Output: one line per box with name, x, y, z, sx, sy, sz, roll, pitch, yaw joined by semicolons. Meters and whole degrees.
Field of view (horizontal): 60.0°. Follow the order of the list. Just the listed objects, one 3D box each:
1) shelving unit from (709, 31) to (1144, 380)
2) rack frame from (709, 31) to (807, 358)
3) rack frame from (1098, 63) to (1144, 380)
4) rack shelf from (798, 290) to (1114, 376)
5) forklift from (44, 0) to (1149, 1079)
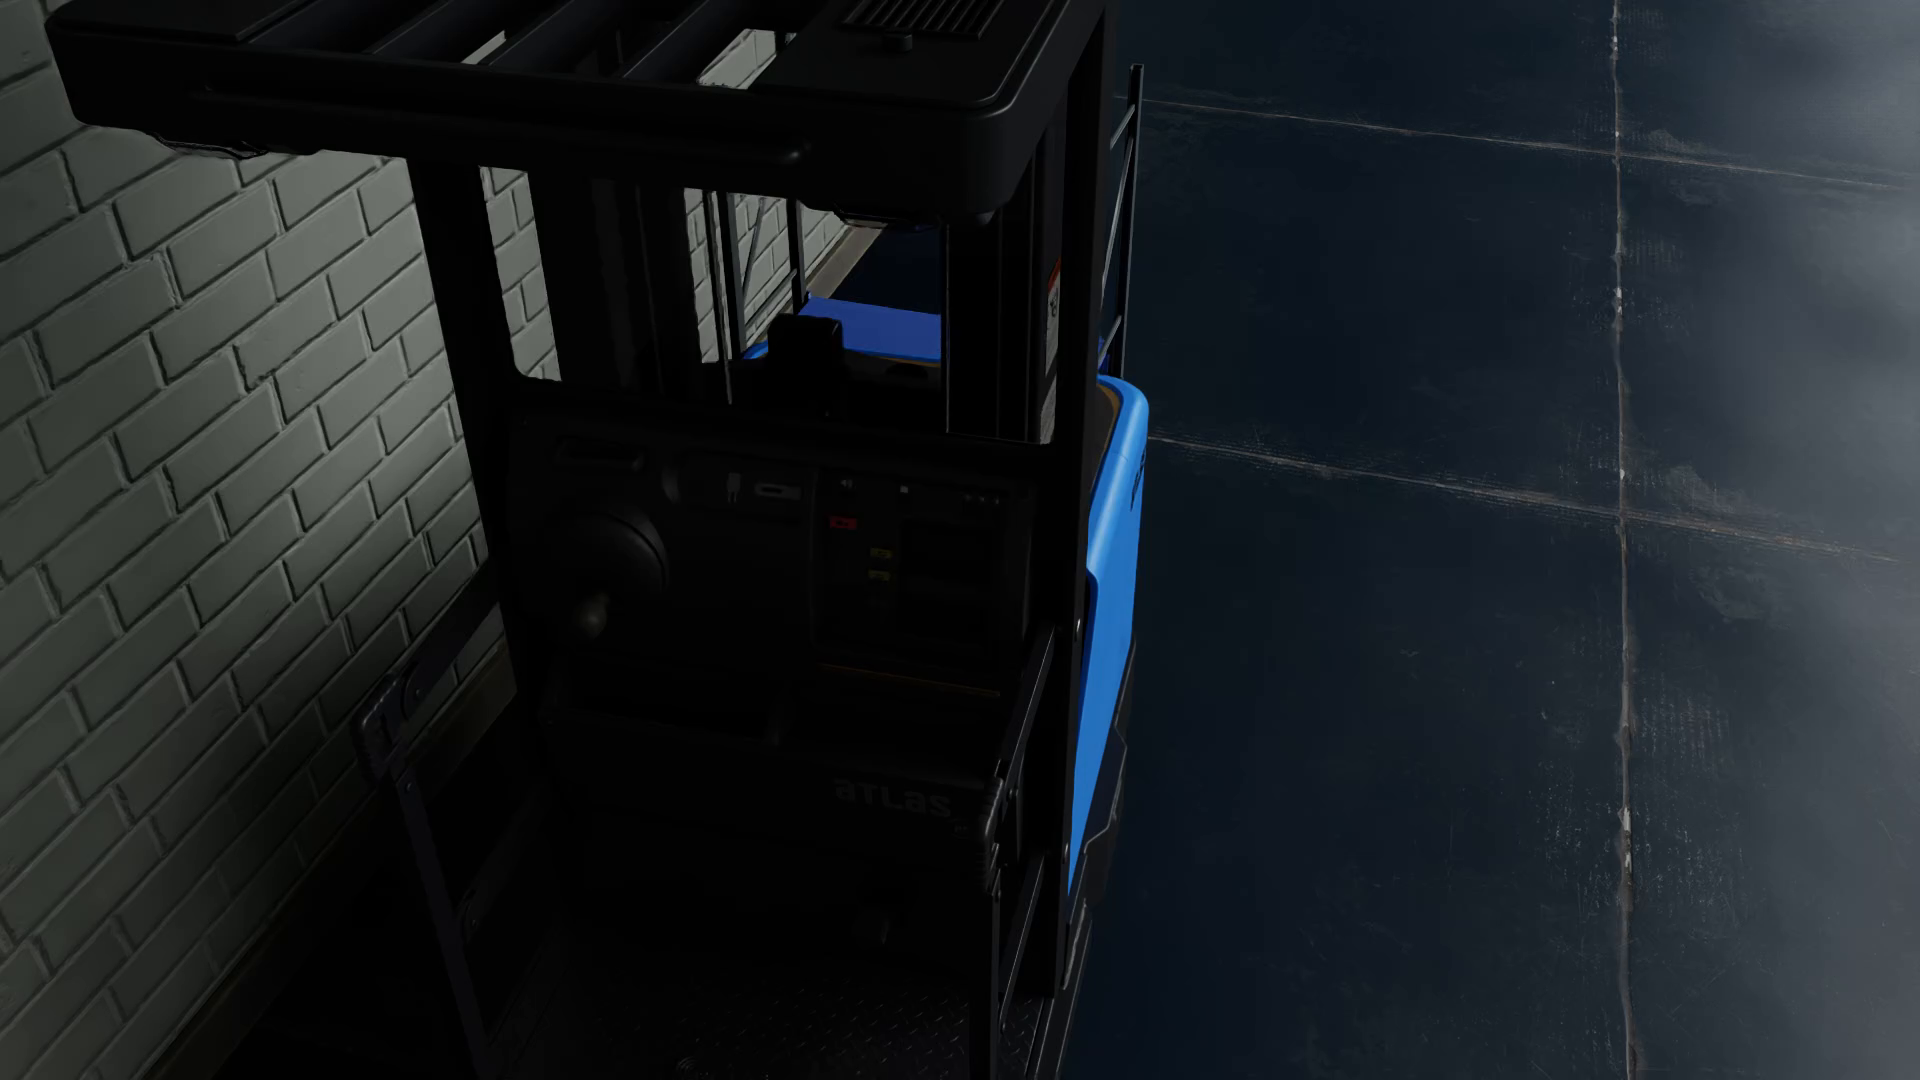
shelving unit;-0.081;-0.619;4.826;1.048;1.500;0.538;10;38;14
rack frame;-0.567;-0.709;4.948;0.032;1.500;0.500;10;38;14
rack frame;0.404;-0.529;4.704;0.032;1.500;0.500;10;38;14
rack shelf;-0.081;-0.474;4.933;1.000;0.185;0.538;10;38;14
forklift;-0.380;0.081;2.668;1.130;2.935;3.031;8;37;11
